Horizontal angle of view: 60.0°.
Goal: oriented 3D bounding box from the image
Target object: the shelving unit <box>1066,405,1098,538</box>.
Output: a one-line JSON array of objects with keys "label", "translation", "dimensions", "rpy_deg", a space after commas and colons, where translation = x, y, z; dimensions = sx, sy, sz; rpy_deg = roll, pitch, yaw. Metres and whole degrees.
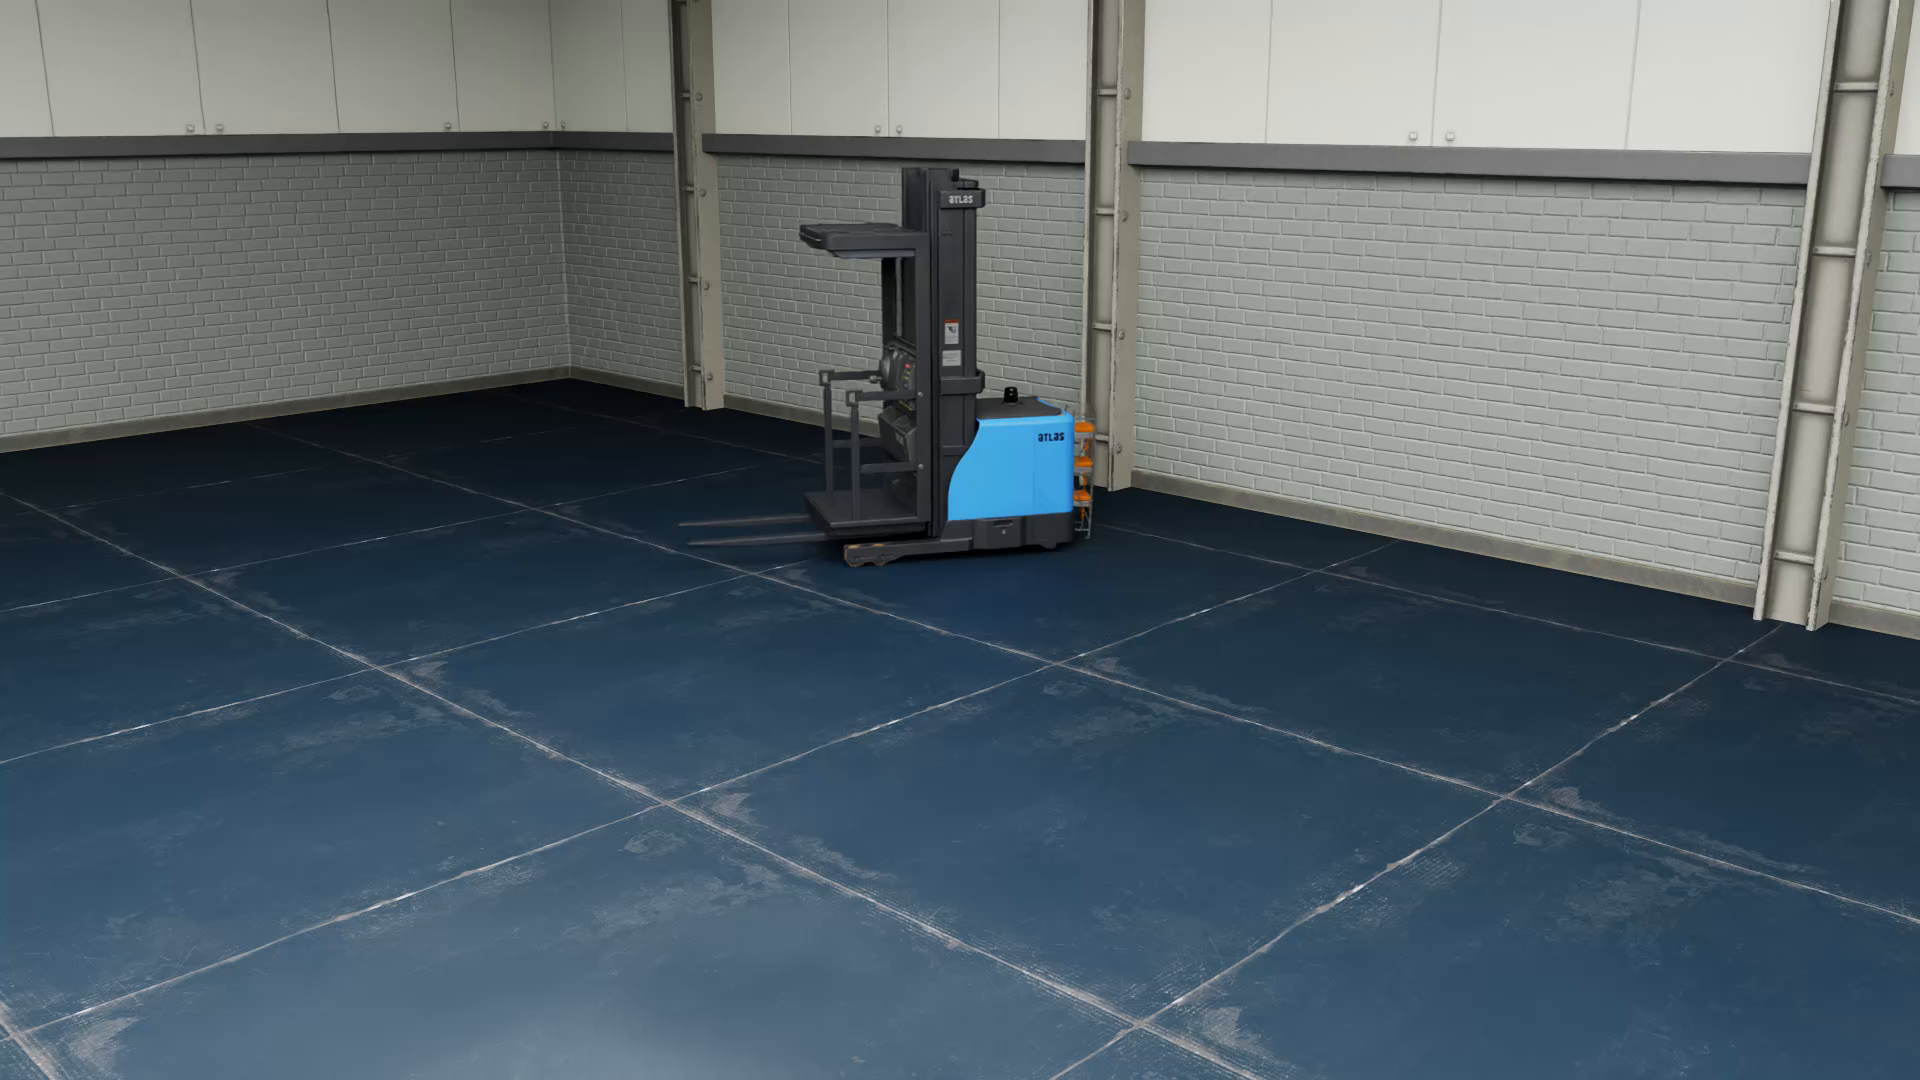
[{"label": "shelving unit", "translation": [0.954, -0.553, 13.455], "dimensions": [0.215, 1.050, 0.252], "rpy_deg": [0, 14, -10]}]

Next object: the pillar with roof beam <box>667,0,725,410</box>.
[{"label": "pillar with roof beam", "translation": [-5.960, -5.128, 15.267], "dimensions": [0.400, 9.000, 9.100], "rpy_deg": [14, 20, 42]}]

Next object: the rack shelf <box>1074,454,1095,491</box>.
[{"label": "rack shelf", "translation": [0.954, -0.543, 13.458], "dimensions": [0.215, 0.259, 0.240], "rpy_deg": [0, 14, -10]}]

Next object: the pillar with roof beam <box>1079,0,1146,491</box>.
[{"label": "pillar with roof beam", "translation": [-1.641, -4.078, 11.237], "dimensions": [0.400, 9.000, 9.100], "rpy_deg": [14, 20, 42]}]

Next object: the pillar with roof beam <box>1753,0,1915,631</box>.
[{"label": "pillar with roof beam", "translation": [2.679, -3.028, 7.207], "dimensions": [0.400, 9.000, 9.100], "rpy_deg": [14, 20, 42]}]

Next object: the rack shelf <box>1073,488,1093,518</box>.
[{"label": "rack shelf", "translation": [0.944, -0.273, 13.526], "dimensions": [0.215, 0.259, 0.240], "rpy_deg": [0, 14, -10]}]

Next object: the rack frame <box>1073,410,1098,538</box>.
[{"label": "rack frame", "translation": [0.975, -0.522, 13.339], "dimensions": [0.200, 1.050, 0.008], "rpy_deg": [0, 14, -10]}]

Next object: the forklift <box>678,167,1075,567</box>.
[{"label": "forklift", "translation": [-0.668, -1.359, 12.833], "dimensions": [3.031, 2.935, 1.130], "rpy_deg": [-4, 15, -16]}]

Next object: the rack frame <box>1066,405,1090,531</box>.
[{"label": "rack frame", "translation": [0.934, -0.583, 13.571], "dimensions": [0.200, 1.050, 0.008], "rpy_deg": [0, 14, -10]}]

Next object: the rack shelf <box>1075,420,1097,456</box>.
[{"label": "rack shelf", "translation": [0.965, -0.817, 13.388], "dimensions": [0.215, 0.259, 0.240], "rpy_deg": [0, 14, -10]}]
